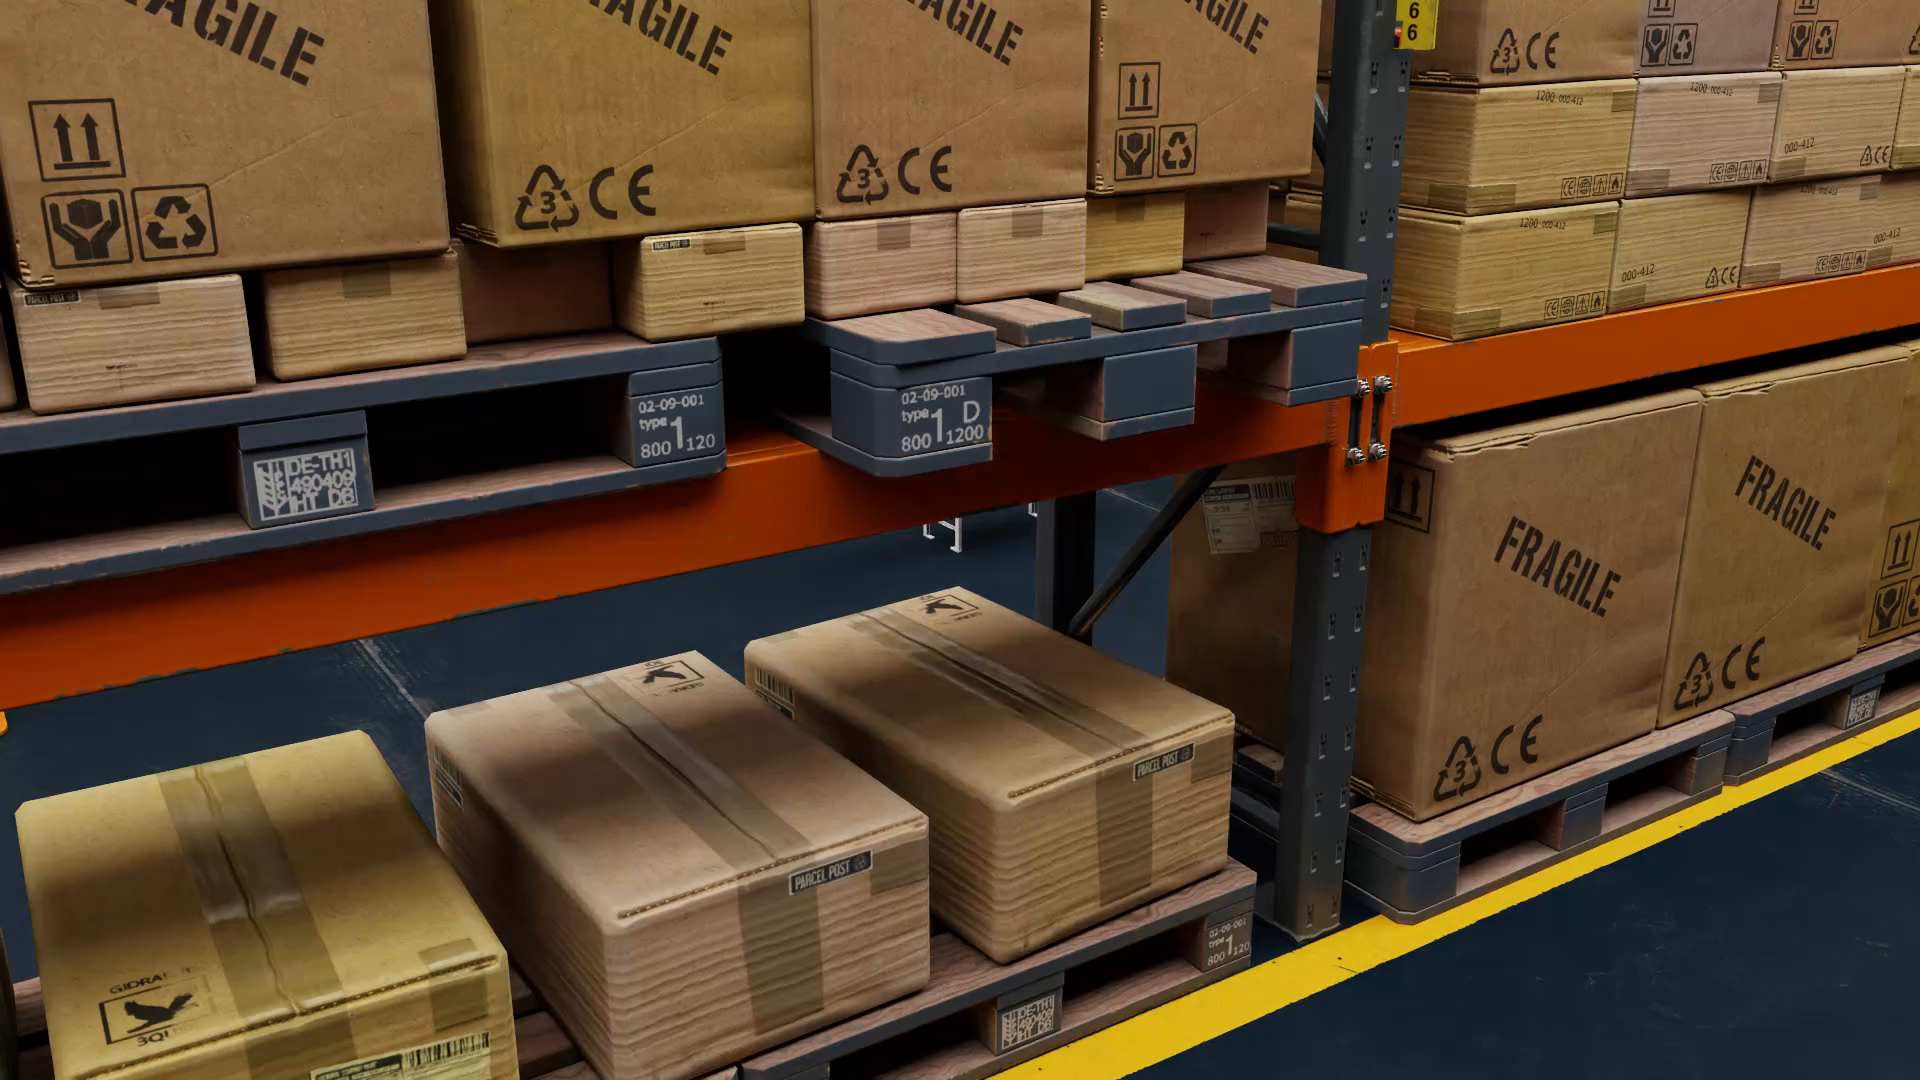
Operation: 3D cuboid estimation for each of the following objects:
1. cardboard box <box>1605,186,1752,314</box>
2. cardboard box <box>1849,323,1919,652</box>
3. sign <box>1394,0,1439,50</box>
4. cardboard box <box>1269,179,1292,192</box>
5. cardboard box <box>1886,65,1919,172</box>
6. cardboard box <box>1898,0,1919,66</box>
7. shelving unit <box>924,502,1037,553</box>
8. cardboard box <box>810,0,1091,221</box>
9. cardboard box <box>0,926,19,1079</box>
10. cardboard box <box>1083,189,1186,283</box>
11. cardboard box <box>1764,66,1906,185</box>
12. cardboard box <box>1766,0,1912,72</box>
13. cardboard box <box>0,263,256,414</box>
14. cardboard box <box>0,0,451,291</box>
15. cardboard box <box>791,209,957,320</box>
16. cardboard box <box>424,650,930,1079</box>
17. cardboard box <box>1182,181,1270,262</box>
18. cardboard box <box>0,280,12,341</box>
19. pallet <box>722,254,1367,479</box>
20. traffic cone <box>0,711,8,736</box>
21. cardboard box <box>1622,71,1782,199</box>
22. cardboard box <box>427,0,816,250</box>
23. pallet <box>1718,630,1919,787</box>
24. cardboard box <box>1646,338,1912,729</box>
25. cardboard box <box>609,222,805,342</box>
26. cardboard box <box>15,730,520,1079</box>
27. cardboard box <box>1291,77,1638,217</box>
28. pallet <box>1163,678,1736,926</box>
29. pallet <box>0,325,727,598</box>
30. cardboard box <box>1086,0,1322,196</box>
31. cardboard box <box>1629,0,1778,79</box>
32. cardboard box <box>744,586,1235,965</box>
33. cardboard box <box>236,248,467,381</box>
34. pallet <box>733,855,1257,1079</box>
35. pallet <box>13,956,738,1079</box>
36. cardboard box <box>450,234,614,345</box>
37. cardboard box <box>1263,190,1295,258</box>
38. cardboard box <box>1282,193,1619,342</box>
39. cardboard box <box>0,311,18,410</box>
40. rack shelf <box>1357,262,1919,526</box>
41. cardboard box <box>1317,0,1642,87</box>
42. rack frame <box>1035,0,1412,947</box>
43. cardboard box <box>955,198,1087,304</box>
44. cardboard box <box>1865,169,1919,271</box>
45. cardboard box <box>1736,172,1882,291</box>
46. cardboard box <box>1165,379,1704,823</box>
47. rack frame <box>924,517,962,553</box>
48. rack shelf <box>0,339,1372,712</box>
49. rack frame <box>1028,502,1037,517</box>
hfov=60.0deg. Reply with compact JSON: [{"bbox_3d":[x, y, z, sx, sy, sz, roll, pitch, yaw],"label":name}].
[{"bbox_3d":[1.482,-0.722,3.931,0.500,0.250,0.500,-13,22,-33],"label":"cardboard box"},{"bbox_3d":[2.633,-0.284,5.063,0.875,0.875,0.875,-11,22,-30],"label":"cardboard box"},{"bbox_3d":[0.822,-1.046,2.972,0.005,0.325,0.100,-12,22,-31],"label":"sign"},{"bbox_3d":[0.781,-0.998,3.967,0.500,0.250,0.500,-12,22,-32],"label":"cardboard box"},{"bbox_3d":[2.361,-1.129,4.354,0.500,0.250,0.500,-11,22,-30],"label":"cardboard box"},{"bbox_3d":[2.335,-1.486,4.240,0.500,0.500,0.500,-12,22,-31],"label":"cardboard box"},{"bbox_3d":[0.138,-0.598,6.139,0.503,1.200,0.258,-12,22,-31],"label":"shelving unit"},{"bbox_3d":[-0.136,-0.818,2.704,0.500,0.500,0.500,-12,22,-32],"label":"cardboard box"},{"bbox_3d":[-1.789,0.851,2.492,0.625,0.372,0.950,-10,21,-28],"label":"cardboard box"},{"bbox_3d":[0.188,-0.572,2.989,0.250,0.149,0.380,-12,22,-31],"label":"cardboard box"},{"bbox_3d":[1.930,-1.043,4.100,0.500,0.250,0.500,-12,22,-32],"label":"cardboard box"},{"bbox_3d":[1.912,-1.398,3.980,0.500,0.500,0.500,-11,22,-30],"label":"cardboard box"},{"bbox_3d":[-1.085,-0.289,2.153,0.250,0.149,0.380,-11,22,-29],"label":"cardboard box"},{"bbox_3d":[-1.014,-0.633,2.156,0.500,0.500,0.500,-13,23,-34],"label":"cardboard box"},{"bbox_3d":[-0.213,-0.473,2.697,0.250,0.149,0.380,-13,23,-34],"label":"cardboard box"},{"bbox_3d":[-0.573,0.596,3.246,0.625,0.372,0.950,-12,22,-32],"label":"cardboard box"},{"bbox_3d":[0.372,-0.638,3.185,0.250,0.149,0.380,-11,22,-29],"label":"cardboard box"},{"bbox_3d":[-1.410,-0.414,2.521,0.250,0.149,0.380,-13,23,-33],"label":"cardboard box"},{"bbox_3d":[-0.021,-0.434,3.145,1.003,0.211,1.213,-12,22,-31],"label":"pallet"},{"bbox_3d":[-2.867,0.316,4.588,0.334,0.463,0.336,-12,22,-31],"label":"traffic cone"},{"bbox_3d":[1.507,-0.959,3.850,0.500,0.250,0.500,-11,22,-30],"label":"cardboard box"},{"bbox_3d":[-0.557,-0.729,2.440,0.500,0.500,0.500,-14,23,-35],"label":"cardboard box"},{"bbox_3d":[2.234,0.310,4.999,1.213,0.211,1.003,-12,22,-31],"label":"pallet"},{"bbox_3d":[1.886,-0.127,4.598,0.875,0.875,0.875,-12,22,-31],"label":"cardboard box"},{"bbox_3d":[-0.435,-0.421,2.543,0.250,0.149,0.380,-11,22,-30],"label":"cardboard box"},{"bbox_3d":[-1.210,0.728,2.855,0.625,0.372,0.950,-11,22,-30],"label":"cardboard box"},{"bbox_3d":[1.075,-0.868,3.582,0.500,0.250,0.500,-12,22,-32],"label":"cardboard box"},{"bbox_3d":[1.216,0.523,4.367,1.213,0.211,1.003,-12,22,-31],"label":"pallet"},{"bbox_3d":[-1.115,-0.228,2.536,1.213,0.211,1.003,-12,22,-31],"label":"pallet"},{"bbox_3d":[0.289,-0.912,2.982,0.500,0.500,0.500,-13,22,-33],"label":"cardboard box"},{"bbox_3d":[1.471,-1.311,3.723,0.500,0.500,0.500,-12,22,-31],"label":"cardboard box"},{"bbox_3d":[0.039,0.464,3.637,0.625,0.372,0.950,-14,23,-35],"label":"cardboard box"},{"bbox_3d":[-0.879,-0.344,2.316,0.250,0.149,0.380,-13,22,-33],"label":"cardboard box"},{"bbox_3d":[-0.137,0.779,3.610,1.213,0.211,1.003,-12,22,-31],"label":"pallet"},{"bbox_3d":[-1.155,0.993,2.978,1.213,0.211,1.003,-12,22,-31],"label":"pallet"},{"bbox_3d":[-0.714,-0.410,2.511,0.250,0.149,0.380,-12,22,-31],"label":"cardboard box"},{"bbox_3d":[0.796,-0.766,4.062,0.500,0.250,0.500,-13,23,-33],"label":"cardboard box"},{"bbox_3d":[1.063,-0.627,3.649,0.500,0.250,0.500,-12,22,-32],"label":"cardboard box"},{"bbox_3d":[-1.336,-0.256,2.056,0.250,0.149,0.380,-12,22,-31],"label":"cardboard box"},{"bbox_3d":[2.186,-0.690,4.727,4.000,0.370,1.077,-12,22,-31],"label":"rack shelf"},{"bbox_3d":[1.062,-1.221,3.457,0.500,0.500,0.500,-13,22,-33],"label":"cardboard box"},{"bbox_3d":[0.516,-0.679,3.569,0.127,3.000,1.000,-12,22,-31],"label":"rack frame"},{"bbox_3d":[0.002,-0.515,2.822,0.250,0.149,0.380,-12,22,-32],"label":"cardboard box"},{"bbox_3d":[2.334,-0.901,4.460,0.500,0.250,0.500,-12,22,-31],"label":"cardboard box"},{"bbox_3d":[1.924,-0.813,4.200,0.500,0.250,0.500,-11,22,-30],"label":"cardboard box"},{"bbox_3d":[1.139,0.029,4.137,0.875,0.875,0.875,-12,22,-32],"label":"cardboard box"},{"bbox_3d":[-0.066,-0.555,6.012,0.015,1.200,0.240,-12,22,-31],"label":"rack frame"},{"bbox_3d":[-1.154,0.014,2.643,4.000,0.370,1.077,-12,22,-31],"label":"rack shelf"},{"bbox_3d":[0.342,-0.641,6.266,0.015,1.200,0.240,-12,22,-31],"label":"rack frame"}]
